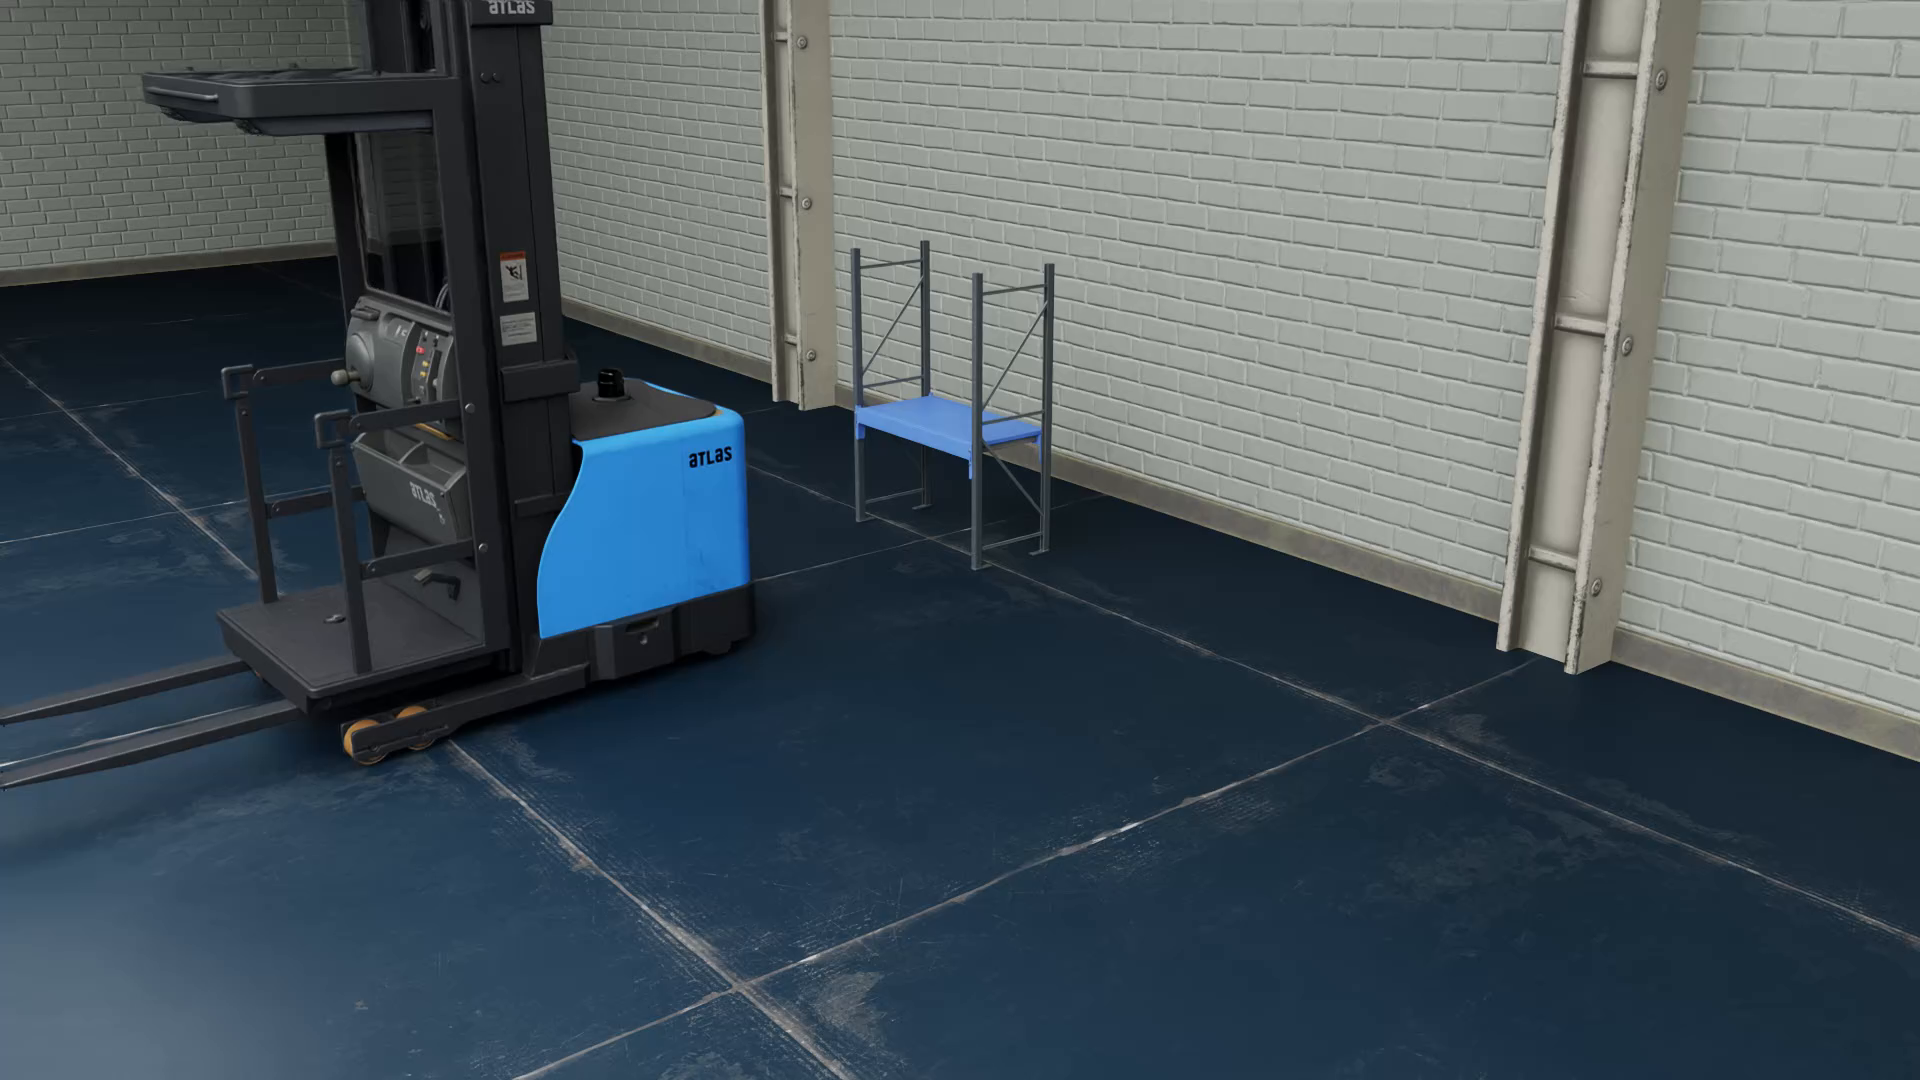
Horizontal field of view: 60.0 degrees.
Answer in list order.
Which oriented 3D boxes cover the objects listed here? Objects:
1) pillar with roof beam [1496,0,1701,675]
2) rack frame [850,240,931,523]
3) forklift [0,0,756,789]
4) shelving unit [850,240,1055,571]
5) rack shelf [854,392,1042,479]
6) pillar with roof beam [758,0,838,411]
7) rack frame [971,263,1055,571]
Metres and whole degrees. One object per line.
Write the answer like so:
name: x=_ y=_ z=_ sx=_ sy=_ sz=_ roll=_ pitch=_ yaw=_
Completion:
pillar with roof beam: x=-0.746 y=-2.932 z=3.402 sx=9.100 sy=9.000 sz=0.400 roll=-14 pitch=23 yaw=-36
rack frame: x=-0.369 y=-0.858 z=9.068 sx=0.500 sy=1.500 sz=0.032 roll=-14 pitch=23 yaw=-36
forklift: x=-2.355 y=-0.727 z=6.396 sx=3.031 sy=2.935 sz=1.130 roll=-15 pitch=24 yaw=-38
shelving unit: x=-0.053 y=-0.733 z=8.690 sx=0.538 sy=1.500 sz=1.048 roll=-14 pitch=23 yaw=-36
rack shelf: x=-0.053 y=-0.562 z=8.747 sx=0.538 sy=0.185 sz=1.000 roll=-14 pitch=23 yaw=-36
pillar with roof beam: x=-4.472 y=-4.411 z=7.867 sx=9.100 sy=9.000 sz=0.400 roll=-14 pitch=23 yaw=-36
rack frame: x=0.263 y=-0.608 z=8.312 sx=0.500 sy=1.500 sz=0.032 roll=-14 pitch=23 yaw=-36
